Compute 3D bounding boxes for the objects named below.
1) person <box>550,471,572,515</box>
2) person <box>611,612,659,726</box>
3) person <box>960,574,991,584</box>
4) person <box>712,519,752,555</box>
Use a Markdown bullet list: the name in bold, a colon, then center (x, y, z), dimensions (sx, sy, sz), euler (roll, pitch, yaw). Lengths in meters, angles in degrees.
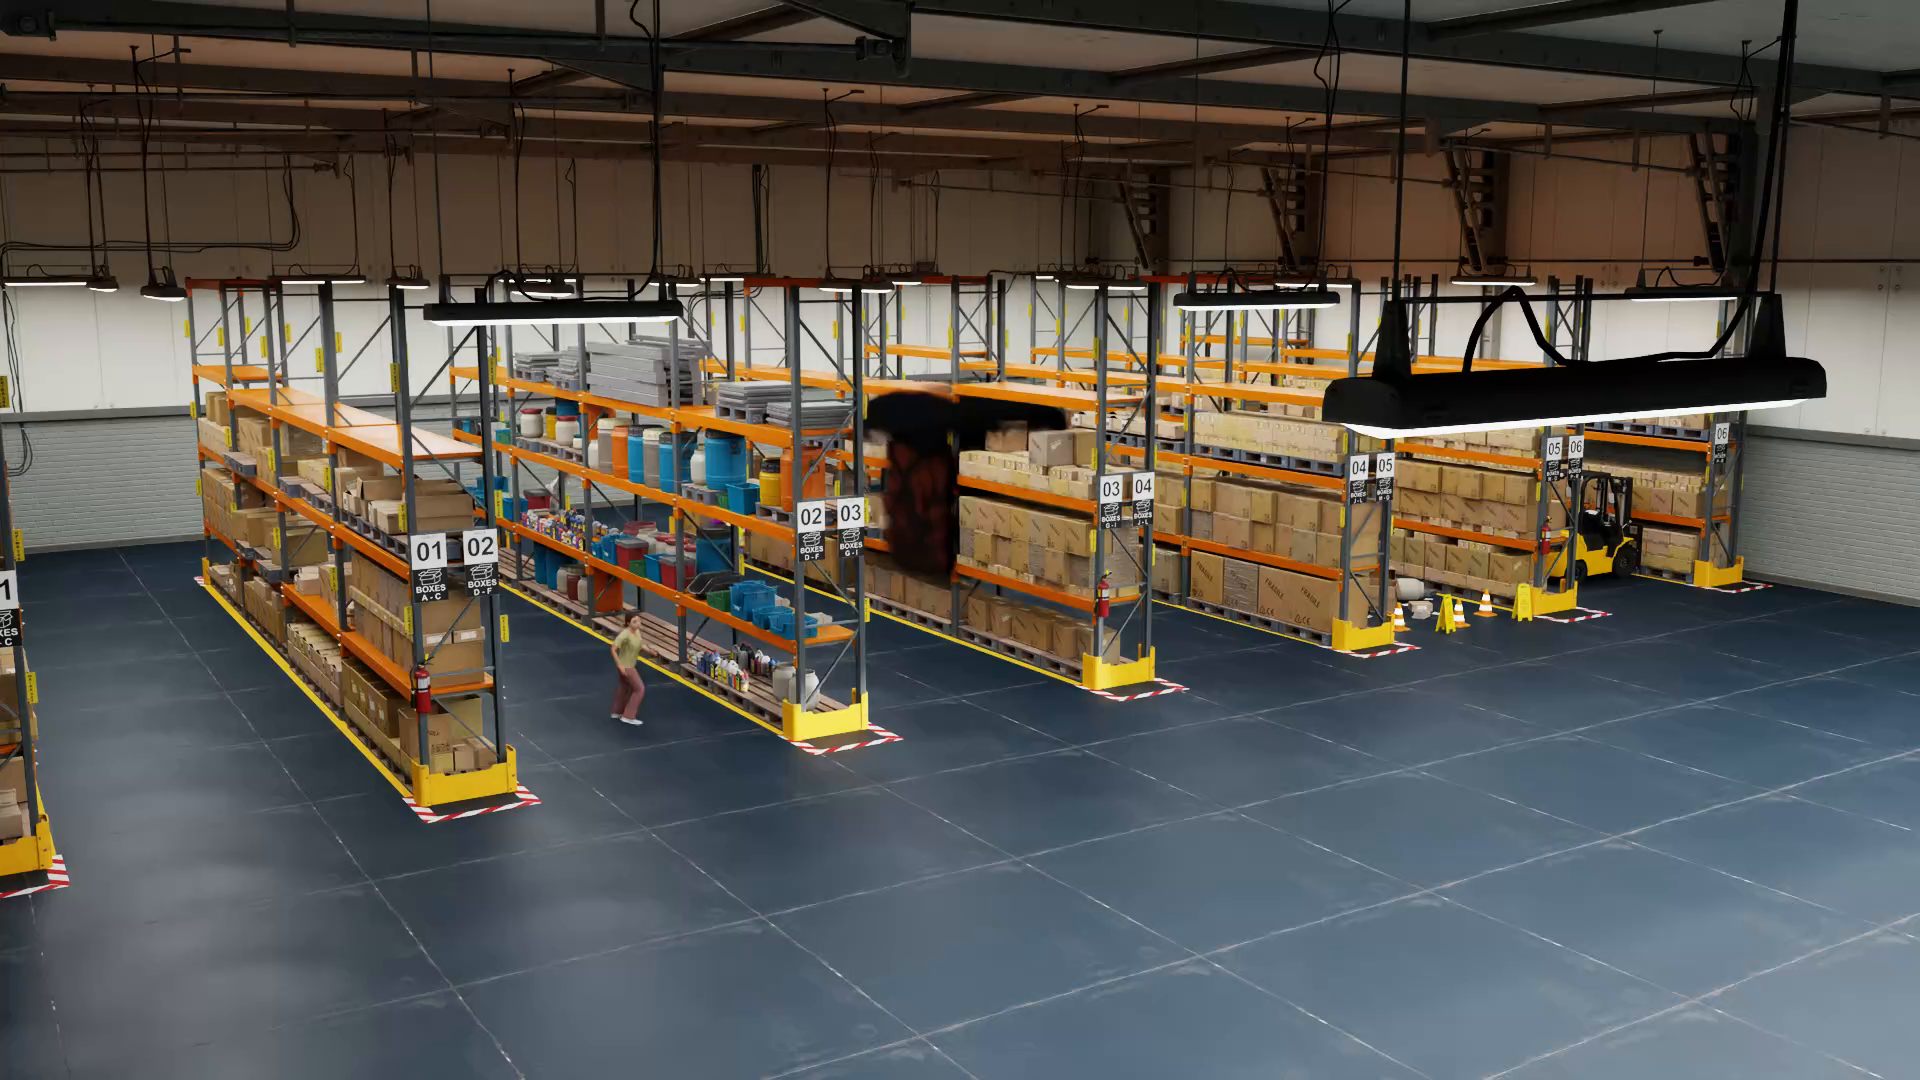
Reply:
- **person**: center (-9.640, -0.978, 39.525), dimensions (0.949, 1.440, 0.523), euler (3, 10, 17)
- **person**: center (-4.523, 1.752, 22.914), dimensions (0.764, 1.604, 0.621), euler (1, 10, 8)
- **person**: center (0.305, -0.078, 31.780), dimensions (0.981, 1.731, 0.734), euler (9, 13, 43)
- **person**: center (-4.060, 0.175, 30.093), dimensions (0.682, 1.877, 0.732), euler (-9, 13, -42)
